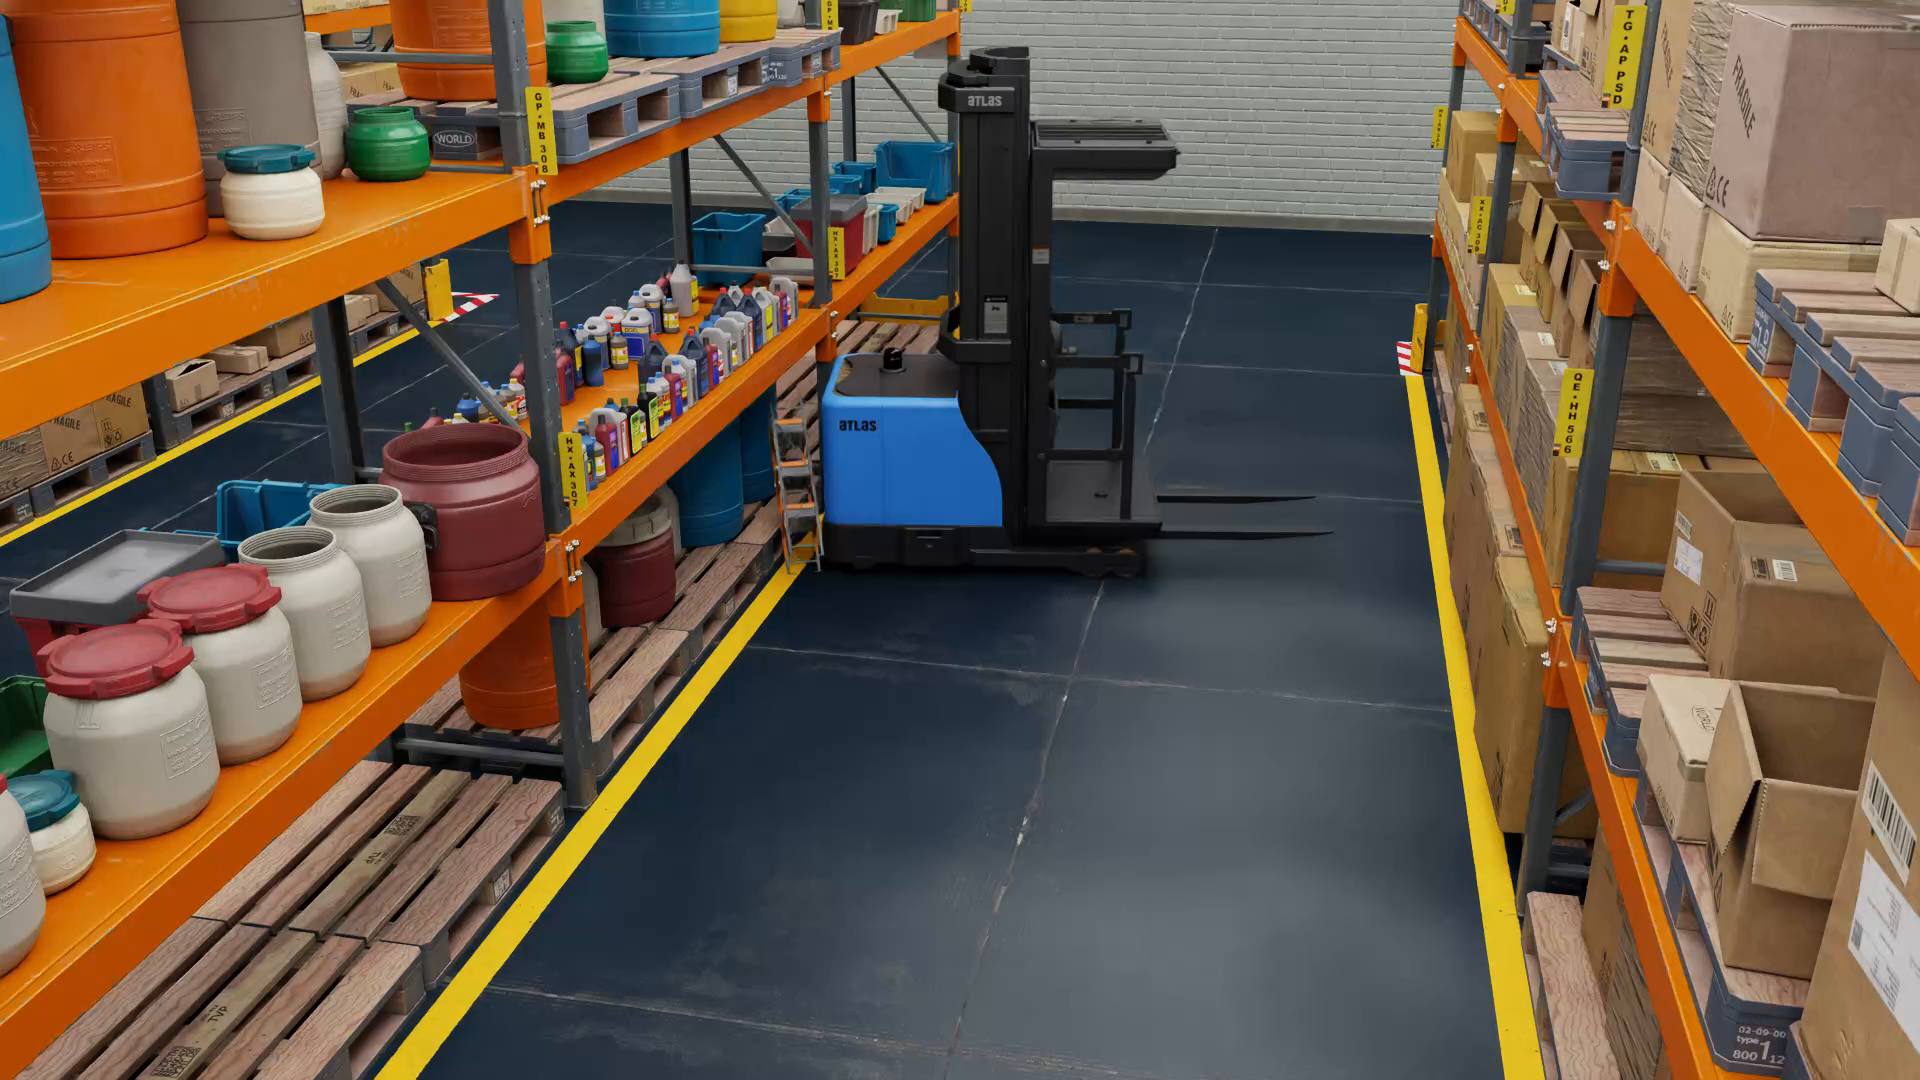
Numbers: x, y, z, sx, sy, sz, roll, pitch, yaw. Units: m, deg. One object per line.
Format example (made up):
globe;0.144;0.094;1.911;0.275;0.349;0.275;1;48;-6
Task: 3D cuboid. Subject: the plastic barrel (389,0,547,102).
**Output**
plastic barrel;-2.011;-2.240;6.749;0.600;0.830;0.708;4;22;11

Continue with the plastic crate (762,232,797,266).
plastic crate;-1.348;-2.041;11.693;0.437;0.125;0.590;4;22;11

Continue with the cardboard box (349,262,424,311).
cardboard box;-5.215;-2.379;15.003;0.500;0.500;0.500;4;22;11

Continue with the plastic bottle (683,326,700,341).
plastic bottle;-1.455;-1.033;9.075;0.097;0.271;0.097;0;22;0

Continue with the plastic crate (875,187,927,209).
plastic crate;-0.486;-2.767;13.481;0.396;0.136;0.243;4;22;11

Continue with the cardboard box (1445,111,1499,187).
cardboard box;3.888;-2.874;12.274;0.500;0.500;0.500;4;22;10

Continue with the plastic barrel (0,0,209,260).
plastic barrel;-2.643;-1.315;5.014;0.600;0.830;0.708;4;22;11

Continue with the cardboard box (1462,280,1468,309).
cardboard box;3.382;-1.541;10.501;0.380;0.149;0.250;4;22;10

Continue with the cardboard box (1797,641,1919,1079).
cardboard box;2.202;0.840;2.888;1.000;1.000;1.000;5;22;11

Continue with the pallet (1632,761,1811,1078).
pallet;2.356;0.946;4.246;1.003;0.211;1.213;4;22;11

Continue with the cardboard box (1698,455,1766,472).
cardboard box;3.085;-0.073;6.387;0.500;0.500;0.500;5;22;12

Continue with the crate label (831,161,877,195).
crate label;-0.870;-3.058;14.076;0.416;0.233;0.303;4;22;11

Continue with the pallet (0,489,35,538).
pallet;-6.537;-0.048;10.191;1.003;0.211;1.213;4;22;11

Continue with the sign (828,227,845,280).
sign;-0.775;-1.796;10.428;0.100;0.325;0.005;4;22;11

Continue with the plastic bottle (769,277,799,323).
plastic bottle;-1.077;-1.484;10.190;0.152;0.276;0.135;4;22;11

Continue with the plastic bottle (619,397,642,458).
plastic bottle;-1.558;-0.542;7.840;0.061;0.283;0.133;4;22;11

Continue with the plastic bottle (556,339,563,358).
plastic bottle;-2.107;-0.904;8.739;0.061;0.283;0.133;4;22;11

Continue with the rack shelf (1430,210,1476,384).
rack shelf;3.944;-1.731;11.599;1.077;0.370;4.000;4;22;11

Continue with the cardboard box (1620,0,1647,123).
cardboard box;2.773;-1.733;5.925;0.797;0.503;0.637;6;23;14

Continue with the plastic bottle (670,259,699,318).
plastic bottle;-1.710;-1.569;10.300;0.144;0.351;0.185;4;22;11

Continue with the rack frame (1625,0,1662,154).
rack frame;2.719;-2.653;4.895;1.000;3.000;0.127;4;22;11

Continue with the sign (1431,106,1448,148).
sign;3.810;-3.279;13.214;0.100;0.325;0.005;4;22;11

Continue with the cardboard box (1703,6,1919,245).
cardboard box;2.169;-1.018;4.047;0.500;0.500;0.500;4;22;9

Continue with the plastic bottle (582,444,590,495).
plastic bottle;-1.725;-0.324;7.308;0.152;0.276;0.135;4;22;11

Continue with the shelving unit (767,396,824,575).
shelving unit;-0.987;-0.330;9.934;0.215;0.252;1.050;-5;67;-12

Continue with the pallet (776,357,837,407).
pallet;-0.954;-1.136;12.893;1.003;0.211;1.213;4;22;11

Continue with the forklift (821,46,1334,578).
forklift;0.715;-1.339;9.754;3.031;2.935;1.130;1;22;2

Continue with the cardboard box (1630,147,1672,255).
cardboard box;2.374;-1.039;5.105;0.500;0.250;0.500;5;22;12

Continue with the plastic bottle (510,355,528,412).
plastic bottle;-2.231;-0.792;8.461;0.061;0.283;0.133;4;22;11

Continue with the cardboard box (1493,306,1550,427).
cardboard box;2.993;-0.863;8.348;0.500;0.500;0.500;4;22;10

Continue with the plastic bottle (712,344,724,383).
plastic bottle;-1.326;-0.953;8.971;0.097;0.201;0.097;0;22;0

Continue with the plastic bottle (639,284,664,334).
plastic bottle;-1.855;-1.379;9.928;0.152;0.276;0.135;4;22;11

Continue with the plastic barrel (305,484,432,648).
plastic barrel;-2.130;0.093;5.958;0.421;0.512;0.421;0;22;0

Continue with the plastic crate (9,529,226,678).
plastic crate;-2.759;0.290;5.532;0.402;0.464;0.583;4;22;11

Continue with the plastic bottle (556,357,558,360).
plastic bottle;-2.158;-0.878;8.585;0.144;0.351;0.185;4;22;11

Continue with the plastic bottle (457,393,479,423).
plastic bottle;-2.336;-0.565;7.913;0.097;0.271;0.097;0;22;0

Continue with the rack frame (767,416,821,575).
rack frame;-1.006;-0.281;10.044;0.200;0.008;1.050;-5;67;-12

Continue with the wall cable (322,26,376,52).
wall cable;-8.692;-7.312;20.621;3.097;2.526;0.112;4;22;11

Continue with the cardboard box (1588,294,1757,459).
cardboard box;2.885;-0.648;6.471;0.797;0.503;0.637;5;23;13

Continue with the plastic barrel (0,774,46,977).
plastic barrel;-2.536;0.819;4.123;0.433;0.535;0.433;0;22;0

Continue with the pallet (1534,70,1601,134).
pallet;3.024;-1.823;7.101;1.003;0.211;1.213;6;23;13

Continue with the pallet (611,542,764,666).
pallet;-1.758;0.310;9.303;1.003;0.211;1.213;4;22;11

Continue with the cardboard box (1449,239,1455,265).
cardboard box;3.644;-2.012;11.670;0.380;0.149;0.250;4;22;10

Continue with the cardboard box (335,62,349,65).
cardboard box;-5.694;-3.920;14.600;0.500;0.500;0.500;5;23;13

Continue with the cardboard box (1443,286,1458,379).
cardboard box;4.300;-1.765;13.003;0.875;0.875;0.875;4;22;11

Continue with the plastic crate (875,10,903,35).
plastic crate;-0.676;-3.668;11.783;0.437;0.136;0.530;4;22;11

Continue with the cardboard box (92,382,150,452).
cardboard box;-5.982;-0.932;11.409;0.500;0.500;0.500;4;22;11

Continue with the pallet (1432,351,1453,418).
pallet;4.265;-1.204;13.060;1.003;0.211;1.213;4;22;11

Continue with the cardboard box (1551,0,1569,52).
cardboard box;3.427;-2.753;8.462;0.700;0.500;0.500;5;22;12

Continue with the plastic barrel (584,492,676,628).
plastic barrel;-1.816;0.083;8.798;0.600;0.588;0.708;4;22;11

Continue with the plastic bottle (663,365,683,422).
plastic bottle;-1.444;-0.746;8.347;0.061;0.283;0.133;4;22;11

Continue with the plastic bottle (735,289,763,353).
plastic bottle;-1.218;-1.259;9.530;0.144;0.351;0.185;4;22;11

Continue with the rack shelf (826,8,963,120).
rack shelf;-0.905;-3.500;11.976;1.077;0.370;4.000;4;22;11

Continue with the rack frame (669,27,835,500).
rack frame;-1.313;-1.711;10.586;1.000;3.000;0.127;4;22;11

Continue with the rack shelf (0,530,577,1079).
rack shelf;-2.537;0.818;5.271;1.077;0.370;4.000;4;22;11

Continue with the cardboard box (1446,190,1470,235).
cardboard box;3.784;-2.335;11.939;0.500;0.250;0.500;4;22;9

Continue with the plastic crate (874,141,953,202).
plastic crate;-0.382;-3.081;13.861;0.616;0.435;0.499;4;22;11

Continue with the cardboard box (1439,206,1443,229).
cardboard box;3.905;-2.481;12.834;0.380;0.149;0.250;4;22;10
